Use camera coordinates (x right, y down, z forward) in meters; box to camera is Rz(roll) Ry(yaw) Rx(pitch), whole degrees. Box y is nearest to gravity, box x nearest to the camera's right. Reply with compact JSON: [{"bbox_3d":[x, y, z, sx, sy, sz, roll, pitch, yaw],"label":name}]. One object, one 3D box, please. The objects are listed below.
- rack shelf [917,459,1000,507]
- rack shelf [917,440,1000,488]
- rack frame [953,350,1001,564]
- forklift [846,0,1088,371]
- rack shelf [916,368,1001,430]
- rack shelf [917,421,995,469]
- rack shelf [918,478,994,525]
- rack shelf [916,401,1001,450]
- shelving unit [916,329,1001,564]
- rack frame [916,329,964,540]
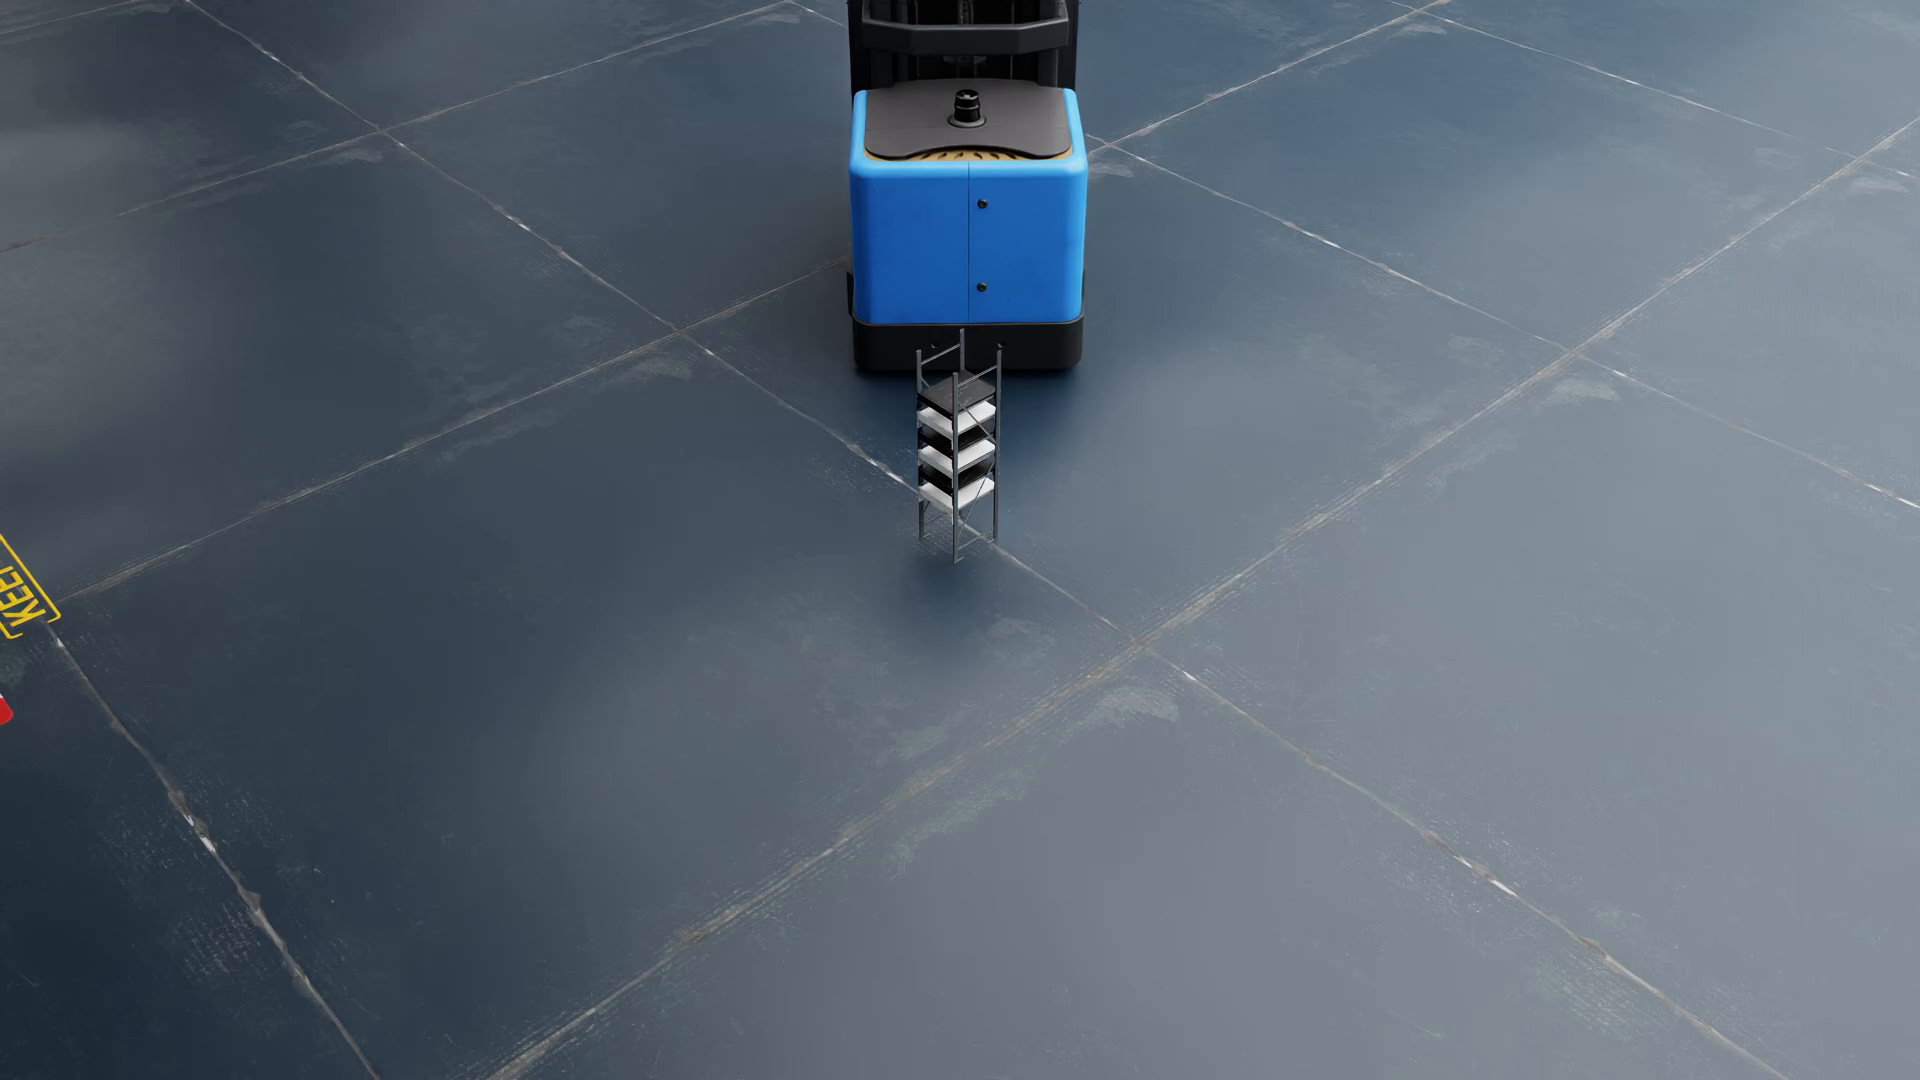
[{"bbox_3d":[-0.005,-0.258,6.549,0.258,0.077,0.200,-30,48,-32],"label":"rack shelf"},{"bbox_3d":[-0.005,-0.328,6.493,0.258,0.077,0.200,-30,48,-32],"label":"rack shelf"},{"bbox_3d":[0.063,-0.307,6.414,0.240,0.900,0.006,-30,48,-32],"label":"rack frame"},{"bbox_3d":[0.010,-2.814,7.902,1.130,2.935,3.031,-1,39,-1],"label":"forklift"},{"bbox_3d":[-0.005,-0.538,6.323,0.258,0.077,0.200,-30,48,-32],"label":"rack shelf"},{"bbox_3d":[-0.005,-0.398,6.436,0.258,0.077,0.200,-30,48,-32],"label":"rack shelf"},{"bbox_3d":[-0.005,-0.188,6.606,0.258,0.077,0.200,-30,48,-32],"label":"rack shelf"},{"bbox_3d":[-0.005,-0.468,6.380,0.258,0.077,0.200,-30,48,-32],"label":"rack shelf"},{"bbox_3d":[-0.005,-0.354,6.472,0.258,0.900,0.210,-30,48,-32],"label":"shelving unit"},{"bbox_3d":[-0.074,-0.401,6.530,0.240,0.900,0.006,-30,48,-32],"label":"rack frame"}]
